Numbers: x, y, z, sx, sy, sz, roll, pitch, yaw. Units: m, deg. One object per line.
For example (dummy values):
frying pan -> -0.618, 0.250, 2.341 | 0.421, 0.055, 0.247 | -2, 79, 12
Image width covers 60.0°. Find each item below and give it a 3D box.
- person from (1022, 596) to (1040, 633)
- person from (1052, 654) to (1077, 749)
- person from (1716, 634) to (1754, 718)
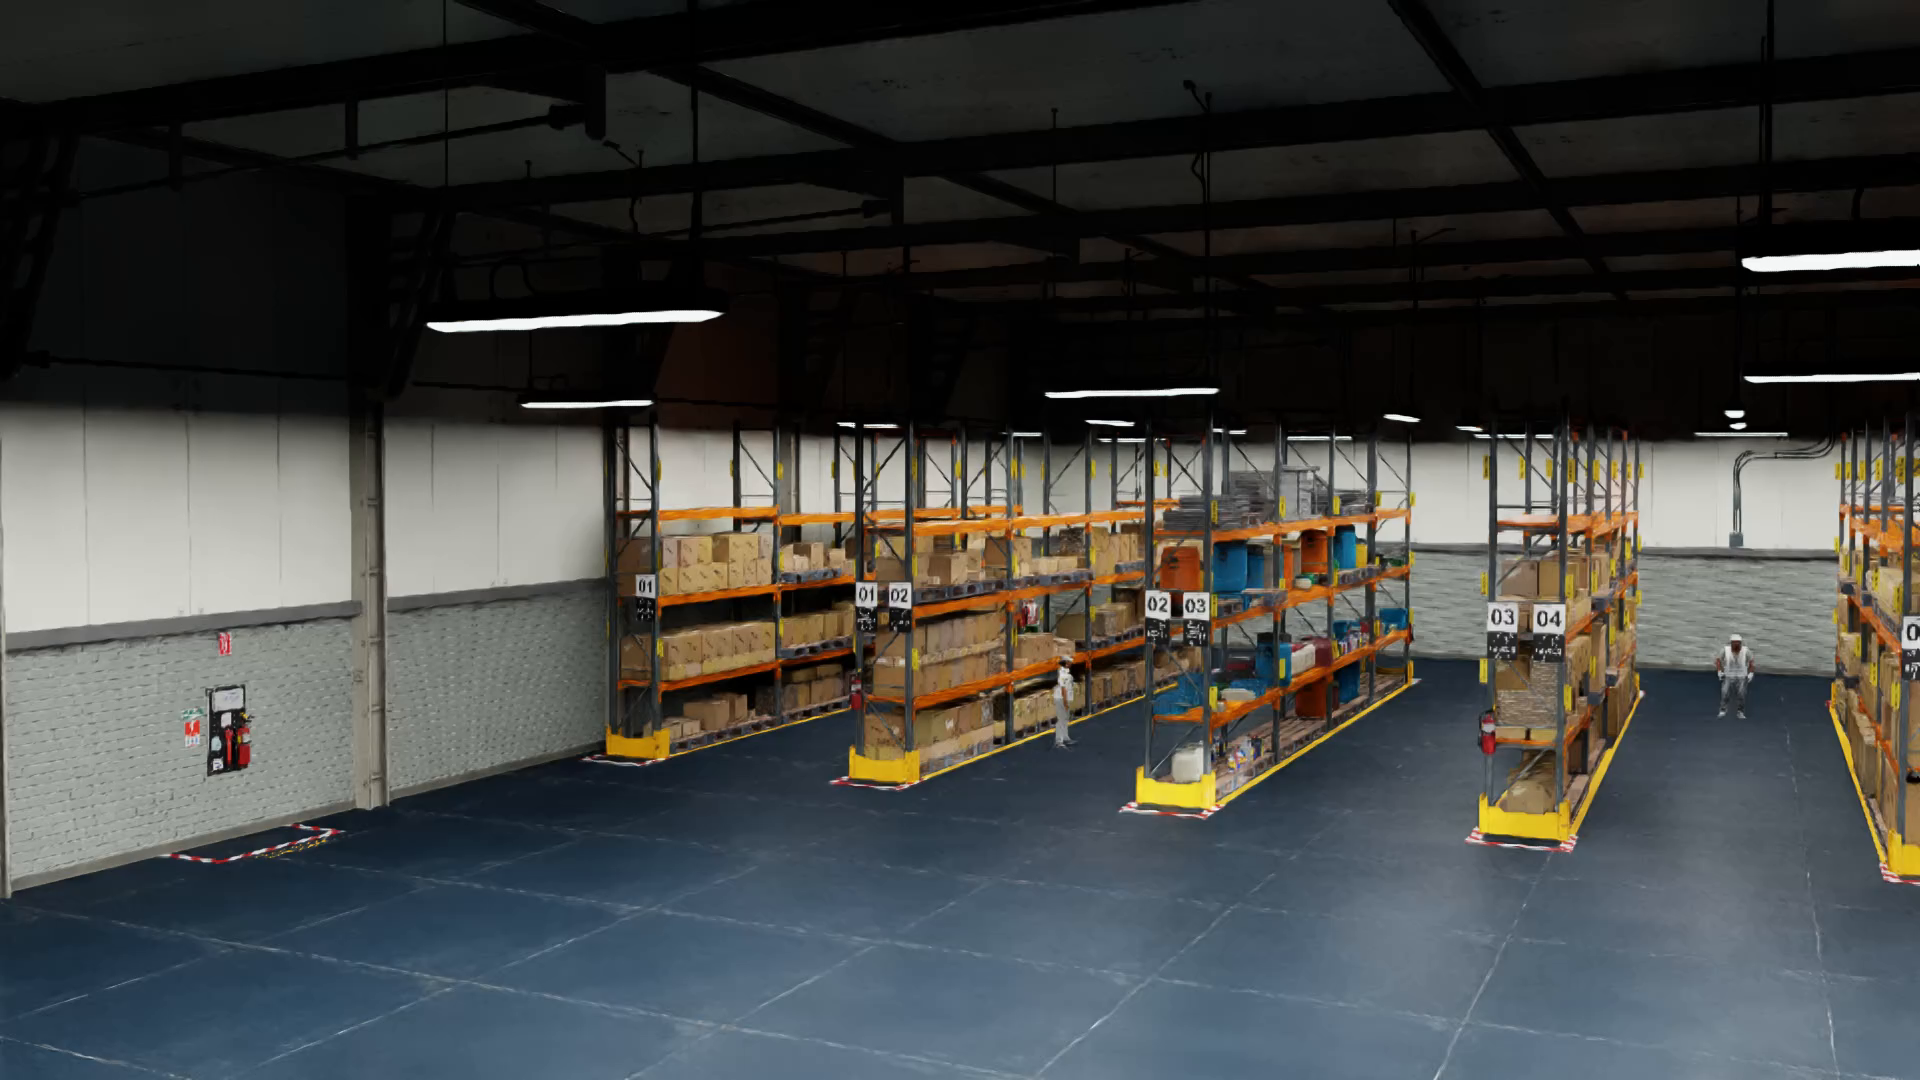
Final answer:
person -> 1.866, 2.241, 44.407 | 0.656, 1.777, 0.449 | -1, 3, -30
person -> 1.899, 2.897, 29.972 | 0.463, 1.673, 0.577 | 0, 2, 0
person -> 15.588, 2.736, 33.457 | 0.702, 1.734, 0.549 | 1, 3, 24
